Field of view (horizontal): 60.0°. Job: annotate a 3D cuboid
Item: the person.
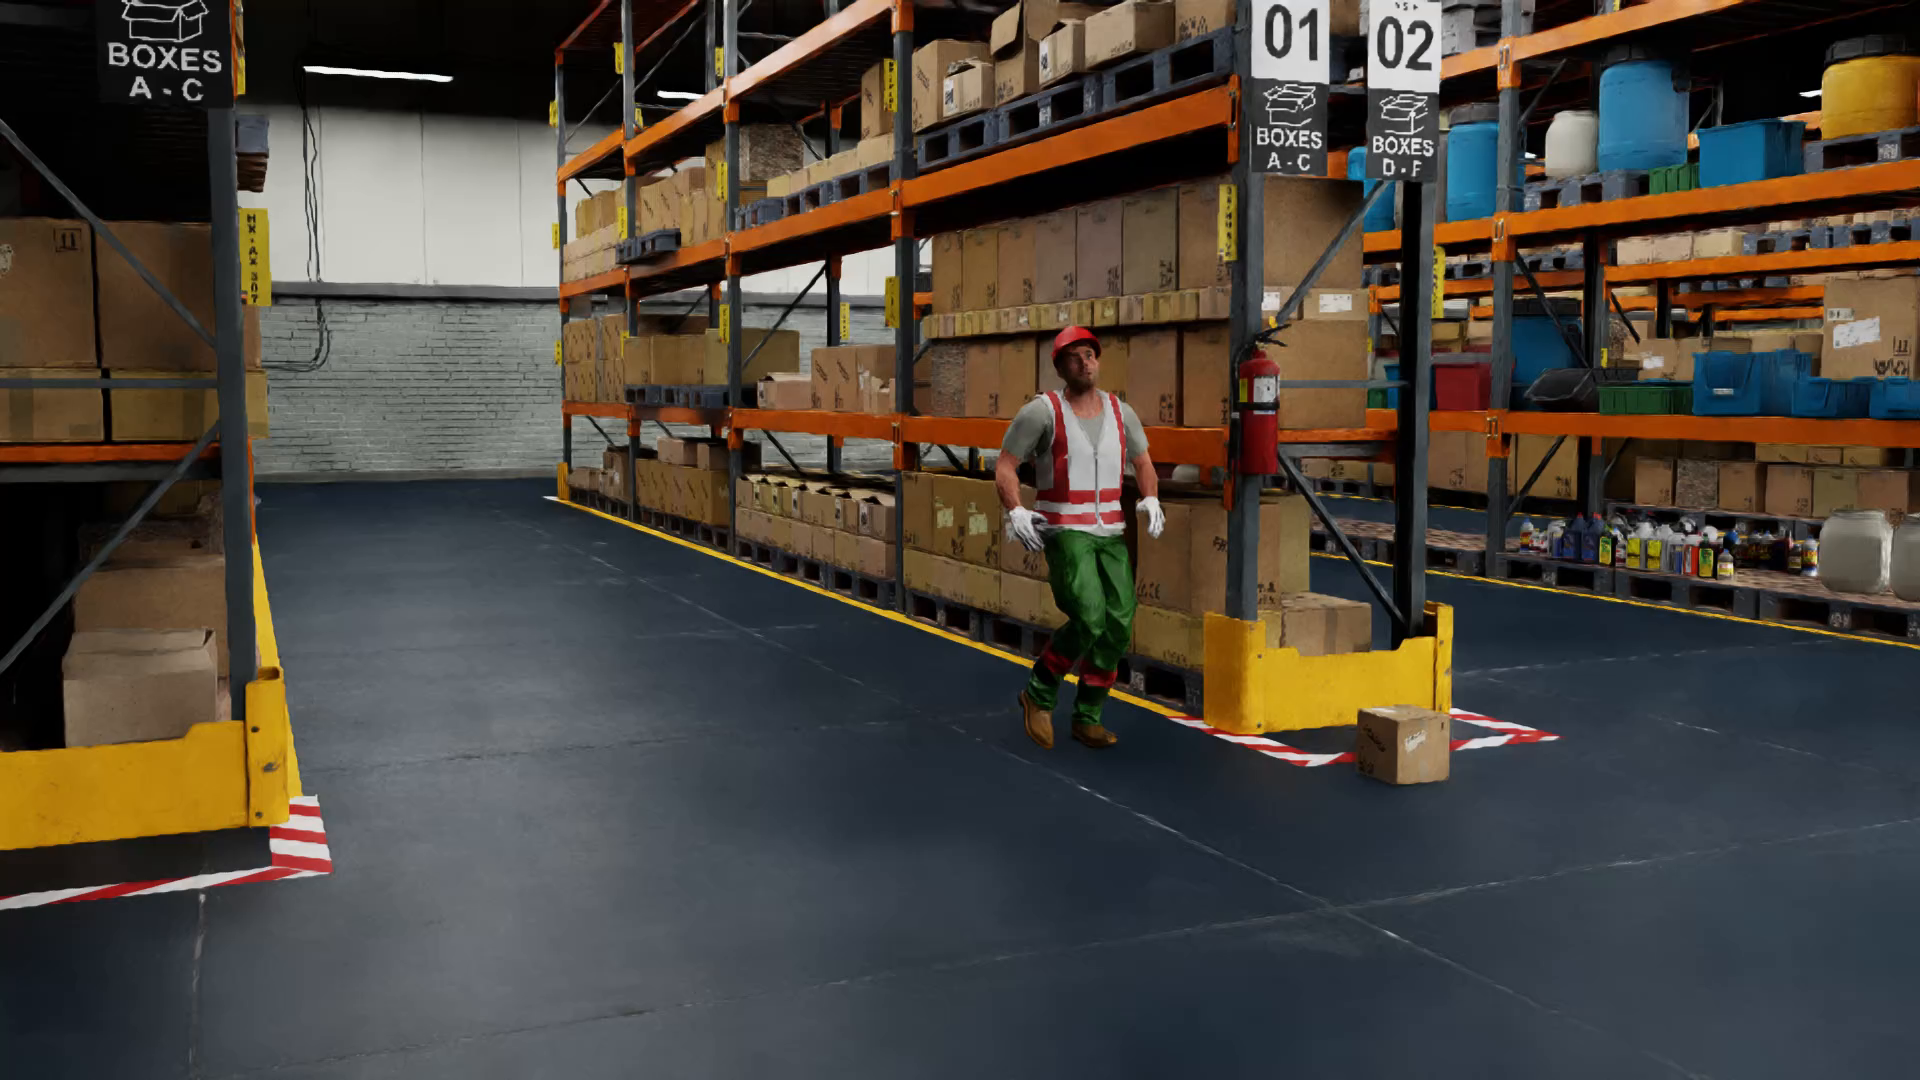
[{"bbox_3d":[0.543,-0.011,6.891,0.710,1.751,0.512,-3,6,-31],"label":"person"}]
